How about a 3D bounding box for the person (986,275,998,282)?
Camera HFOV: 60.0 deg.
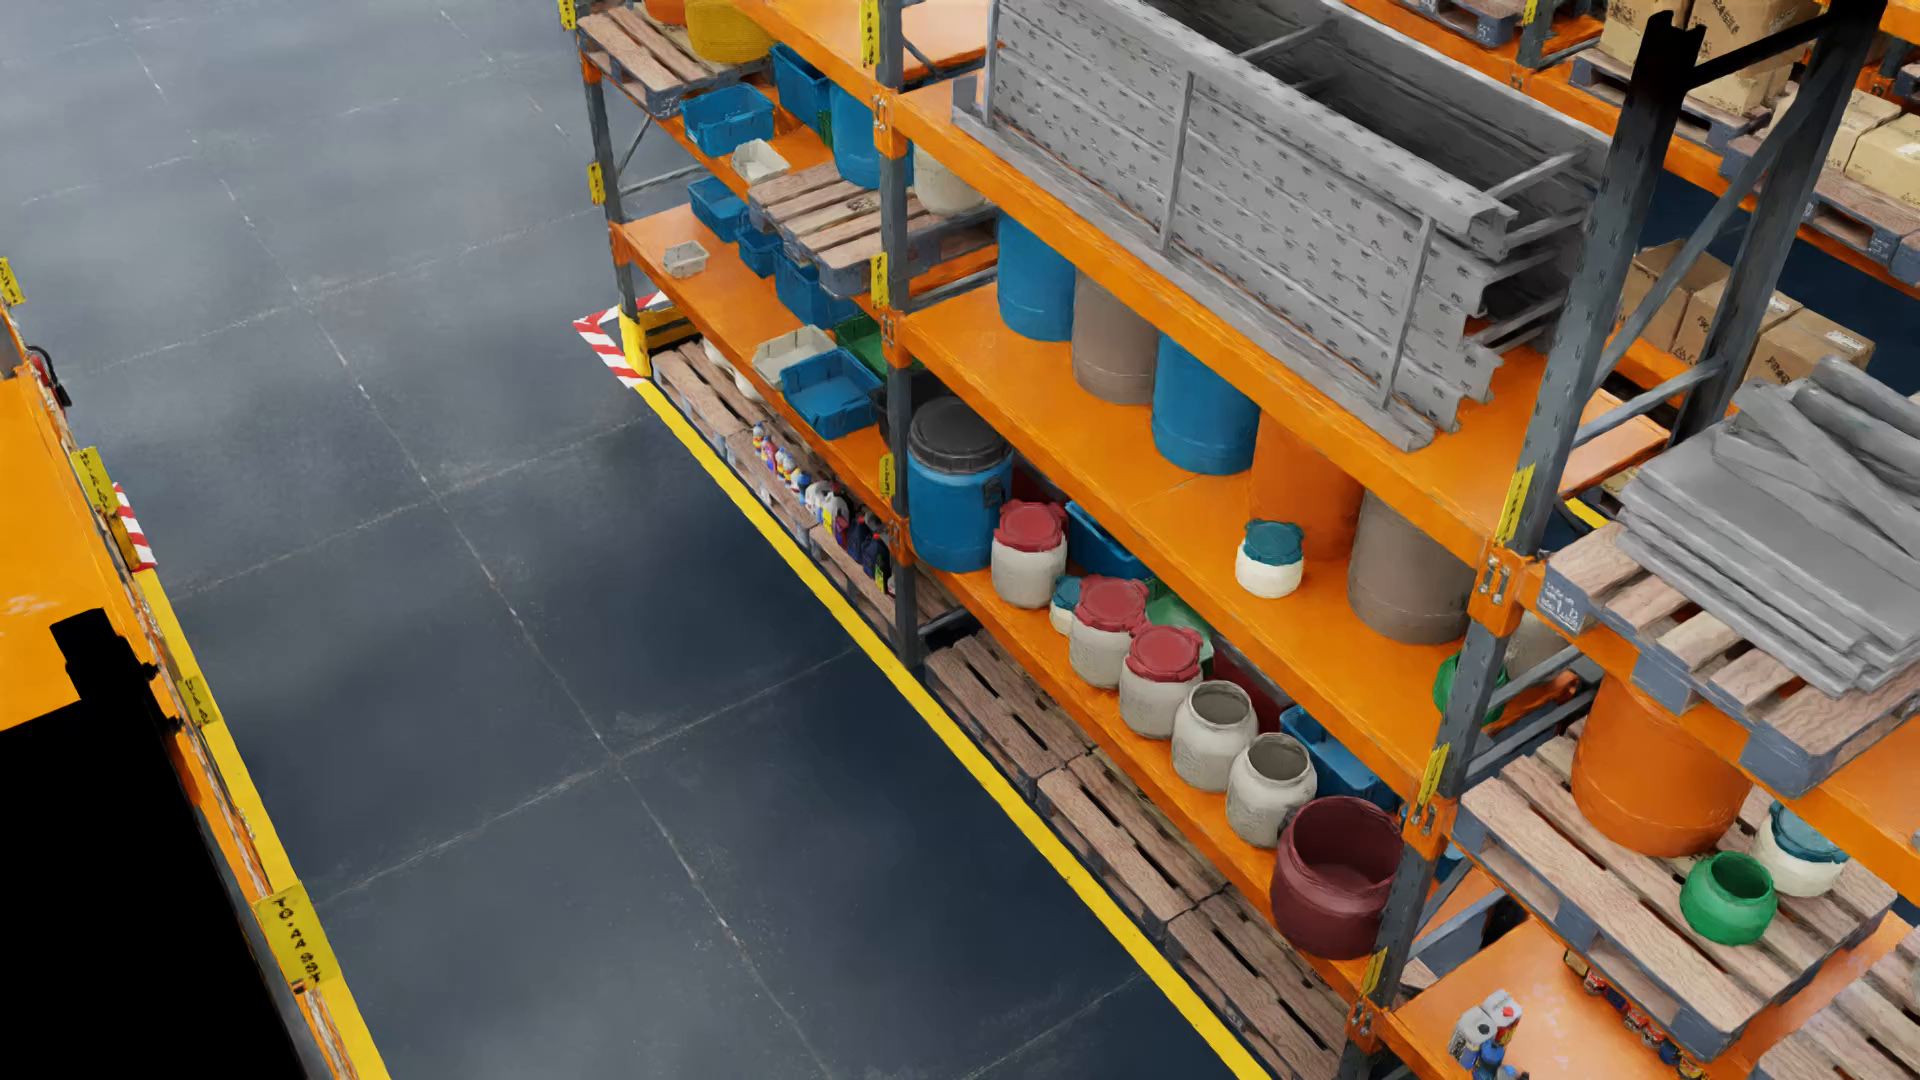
[{"bbox_3d":[0.459,-2.172,12.892,0.583,1.668,0.978,-9,43,-9],"label":"person"}]
